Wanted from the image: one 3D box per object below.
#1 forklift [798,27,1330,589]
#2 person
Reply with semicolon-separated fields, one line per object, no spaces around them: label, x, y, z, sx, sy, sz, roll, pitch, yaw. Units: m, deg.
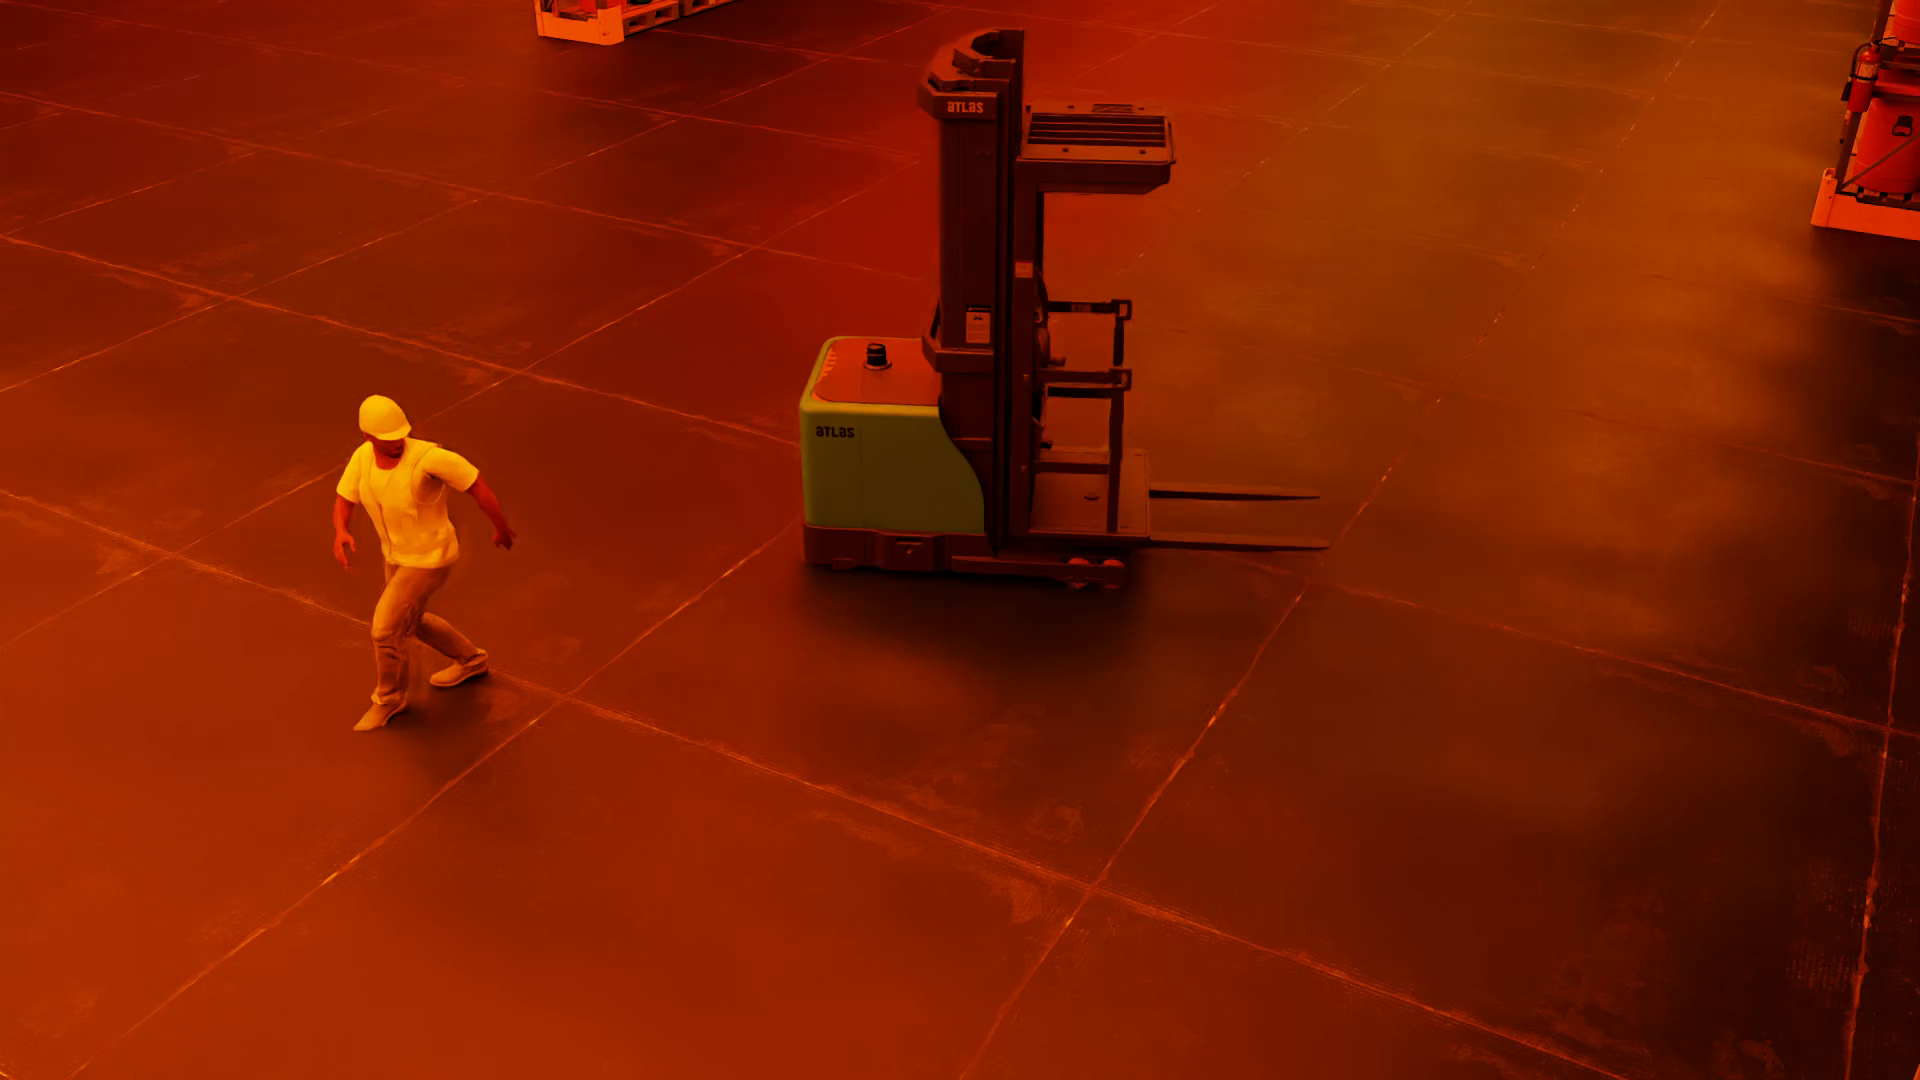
forklift;0.634;-1.268;9.267;3.031;2.935;1.130;3;30;4
person;-2.719;0.075;8.219;0.936;1.738;0.604;-25;38;-36
